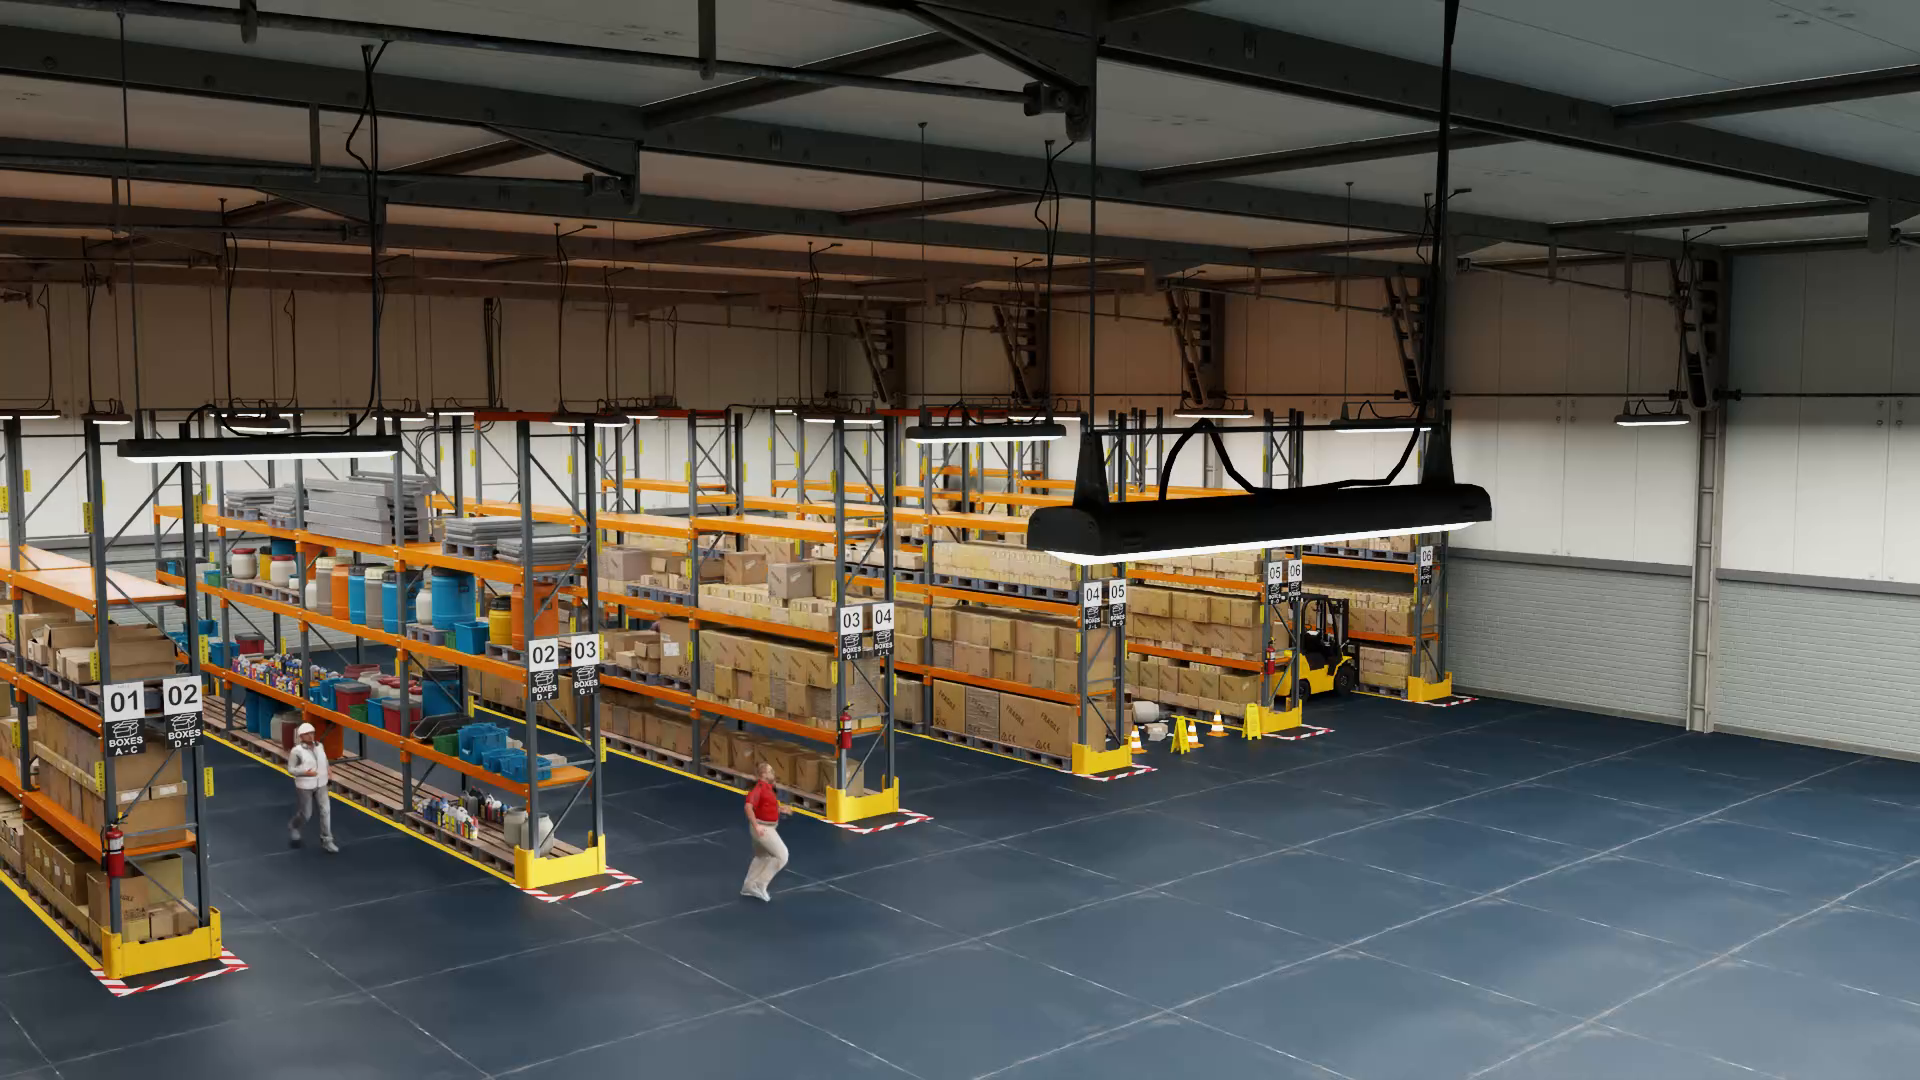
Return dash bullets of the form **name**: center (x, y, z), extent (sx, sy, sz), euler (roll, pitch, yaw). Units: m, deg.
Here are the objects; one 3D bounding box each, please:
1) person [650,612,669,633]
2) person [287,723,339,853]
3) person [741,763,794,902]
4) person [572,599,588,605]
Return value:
- **person**: center (-6.285, 2.346, 35.268), extent (0.721, 1.817, 1.042), euler (-3, 6, -34)
- **person**: center (-8.994, 3.412, 23.090), extent (1.013, 1.755, 0.671), euler (4, 7, 41)
- **person**: center (-2.417, 3.658, 20.875), extent (0.680, 1.731, 0.659), euler (-1, 5, -12)
- **person**: center (-9.417, 1.972, 40.678), extent (0.606, 1.601, 0.714), euler (-4, 6, -39)
